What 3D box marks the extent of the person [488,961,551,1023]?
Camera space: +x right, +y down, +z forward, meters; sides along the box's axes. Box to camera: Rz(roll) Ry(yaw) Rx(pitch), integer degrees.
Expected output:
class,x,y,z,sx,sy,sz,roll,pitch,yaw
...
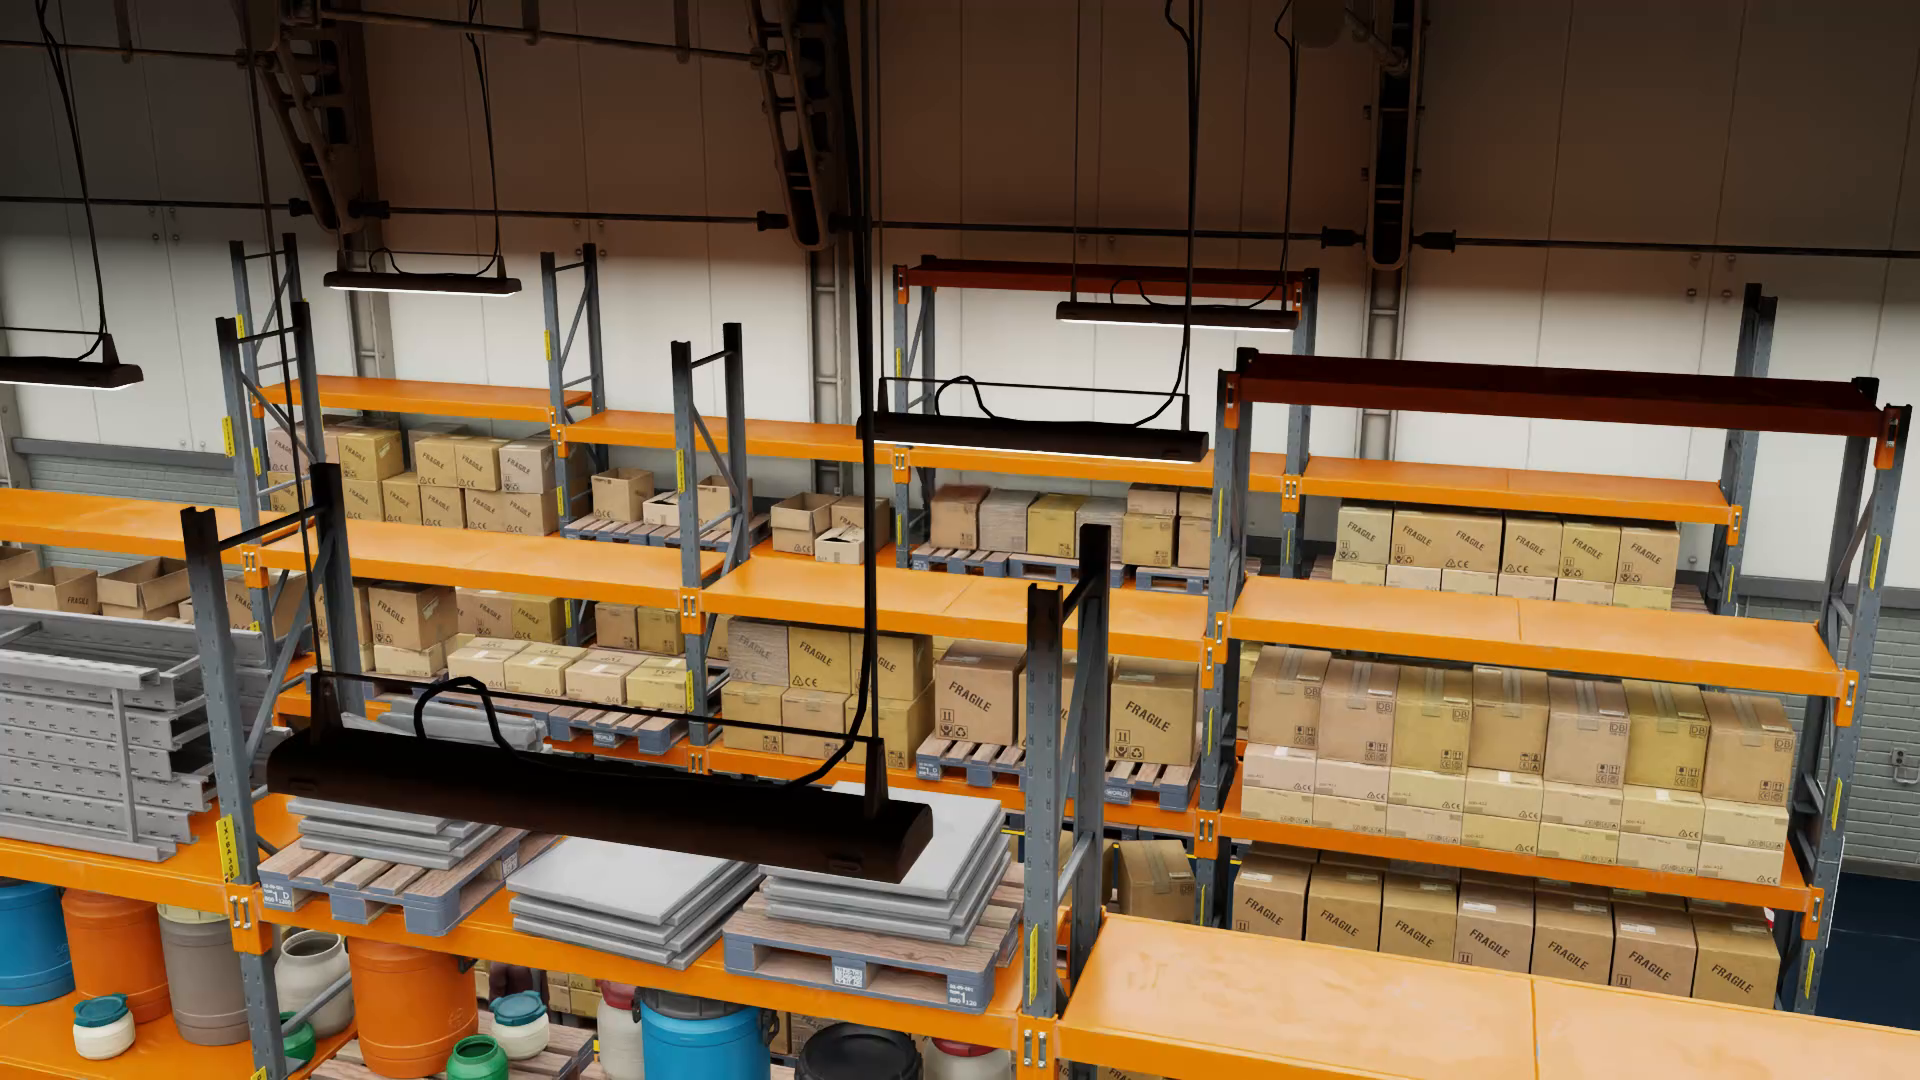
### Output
class,x,y,z,sx,sy,sz,roll,pitch,yaw
person,-3.399,3.673,12.817,0.587,1.777,0.626,8,18,25
